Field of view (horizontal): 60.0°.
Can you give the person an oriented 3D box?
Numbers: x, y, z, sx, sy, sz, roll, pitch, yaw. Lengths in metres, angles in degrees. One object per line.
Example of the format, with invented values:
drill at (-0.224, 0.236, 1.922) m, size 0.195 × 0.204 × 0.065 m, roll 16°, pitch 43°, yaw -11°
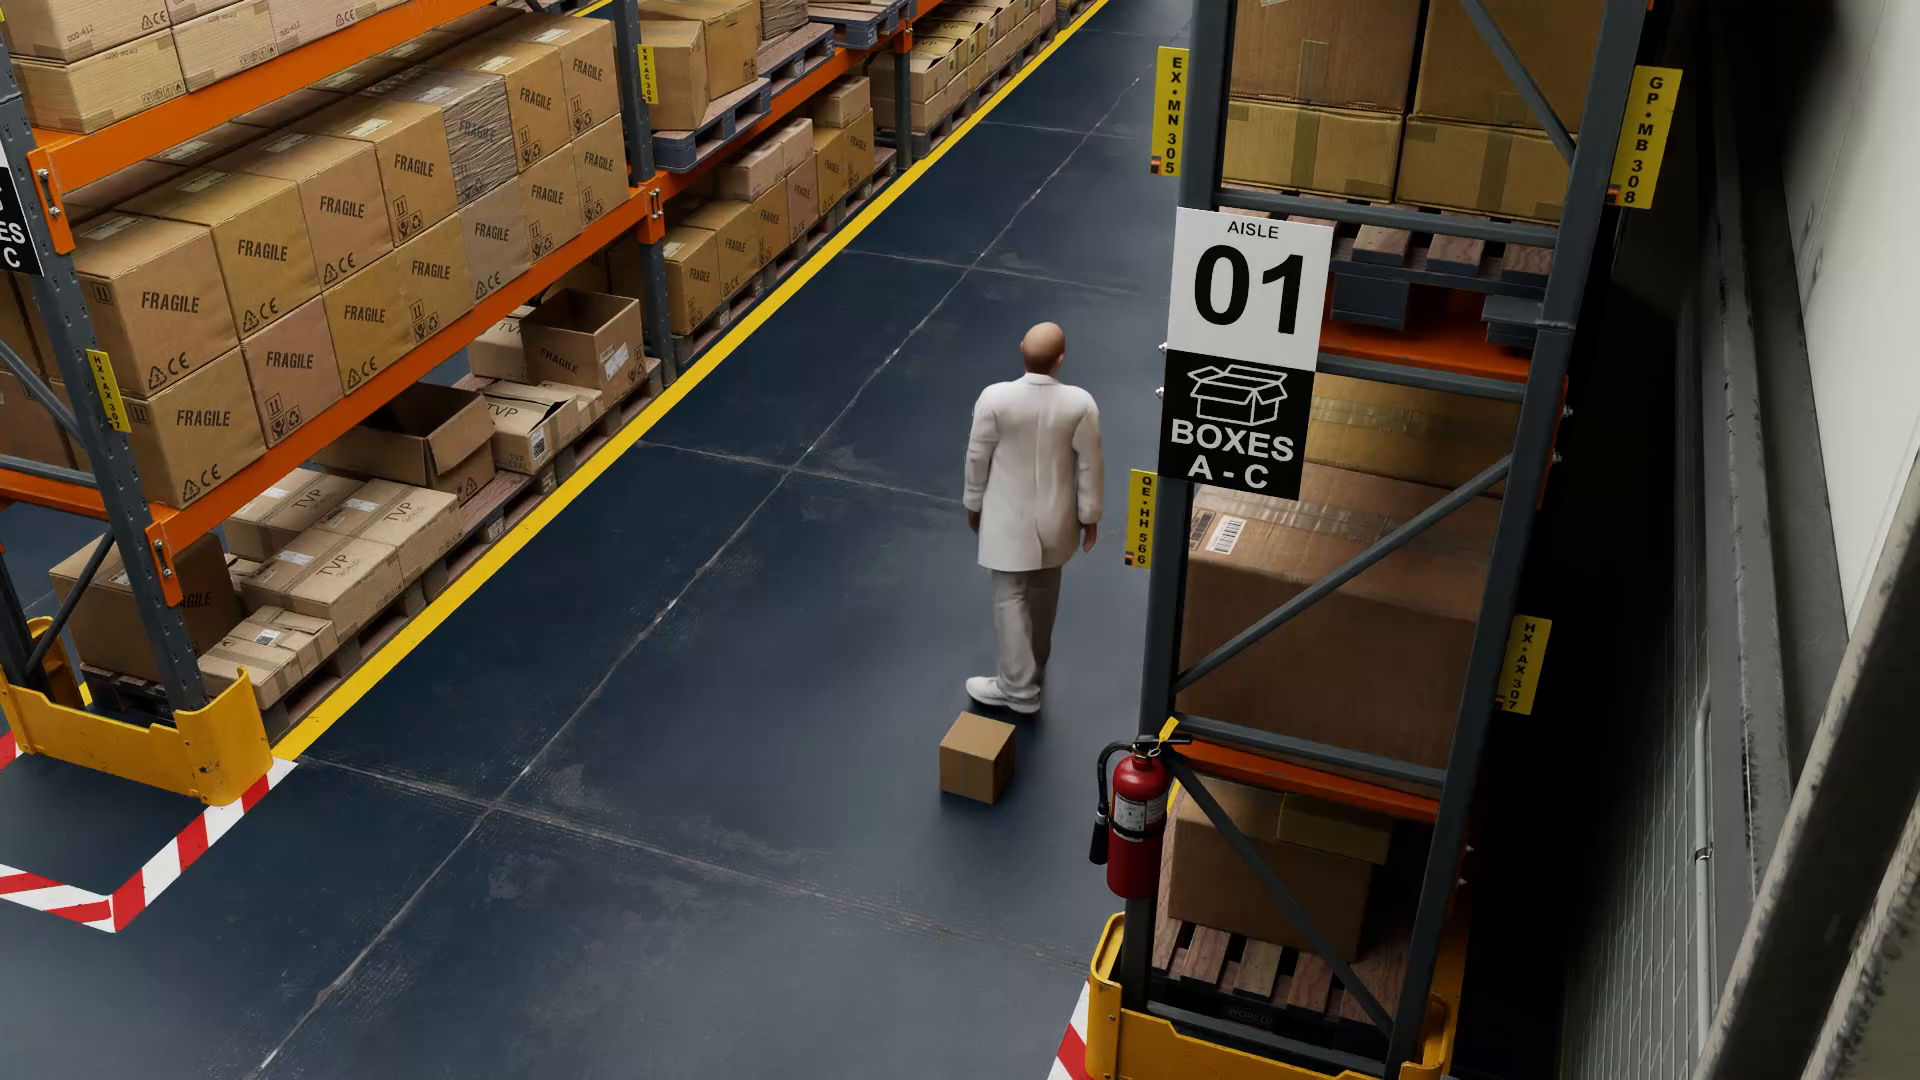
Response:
person at (0.321, -0.096, 7.301) m, size 0.613 × 1.769 × 0.667 m, roll -4°, pitch 33°, yaw -6°
